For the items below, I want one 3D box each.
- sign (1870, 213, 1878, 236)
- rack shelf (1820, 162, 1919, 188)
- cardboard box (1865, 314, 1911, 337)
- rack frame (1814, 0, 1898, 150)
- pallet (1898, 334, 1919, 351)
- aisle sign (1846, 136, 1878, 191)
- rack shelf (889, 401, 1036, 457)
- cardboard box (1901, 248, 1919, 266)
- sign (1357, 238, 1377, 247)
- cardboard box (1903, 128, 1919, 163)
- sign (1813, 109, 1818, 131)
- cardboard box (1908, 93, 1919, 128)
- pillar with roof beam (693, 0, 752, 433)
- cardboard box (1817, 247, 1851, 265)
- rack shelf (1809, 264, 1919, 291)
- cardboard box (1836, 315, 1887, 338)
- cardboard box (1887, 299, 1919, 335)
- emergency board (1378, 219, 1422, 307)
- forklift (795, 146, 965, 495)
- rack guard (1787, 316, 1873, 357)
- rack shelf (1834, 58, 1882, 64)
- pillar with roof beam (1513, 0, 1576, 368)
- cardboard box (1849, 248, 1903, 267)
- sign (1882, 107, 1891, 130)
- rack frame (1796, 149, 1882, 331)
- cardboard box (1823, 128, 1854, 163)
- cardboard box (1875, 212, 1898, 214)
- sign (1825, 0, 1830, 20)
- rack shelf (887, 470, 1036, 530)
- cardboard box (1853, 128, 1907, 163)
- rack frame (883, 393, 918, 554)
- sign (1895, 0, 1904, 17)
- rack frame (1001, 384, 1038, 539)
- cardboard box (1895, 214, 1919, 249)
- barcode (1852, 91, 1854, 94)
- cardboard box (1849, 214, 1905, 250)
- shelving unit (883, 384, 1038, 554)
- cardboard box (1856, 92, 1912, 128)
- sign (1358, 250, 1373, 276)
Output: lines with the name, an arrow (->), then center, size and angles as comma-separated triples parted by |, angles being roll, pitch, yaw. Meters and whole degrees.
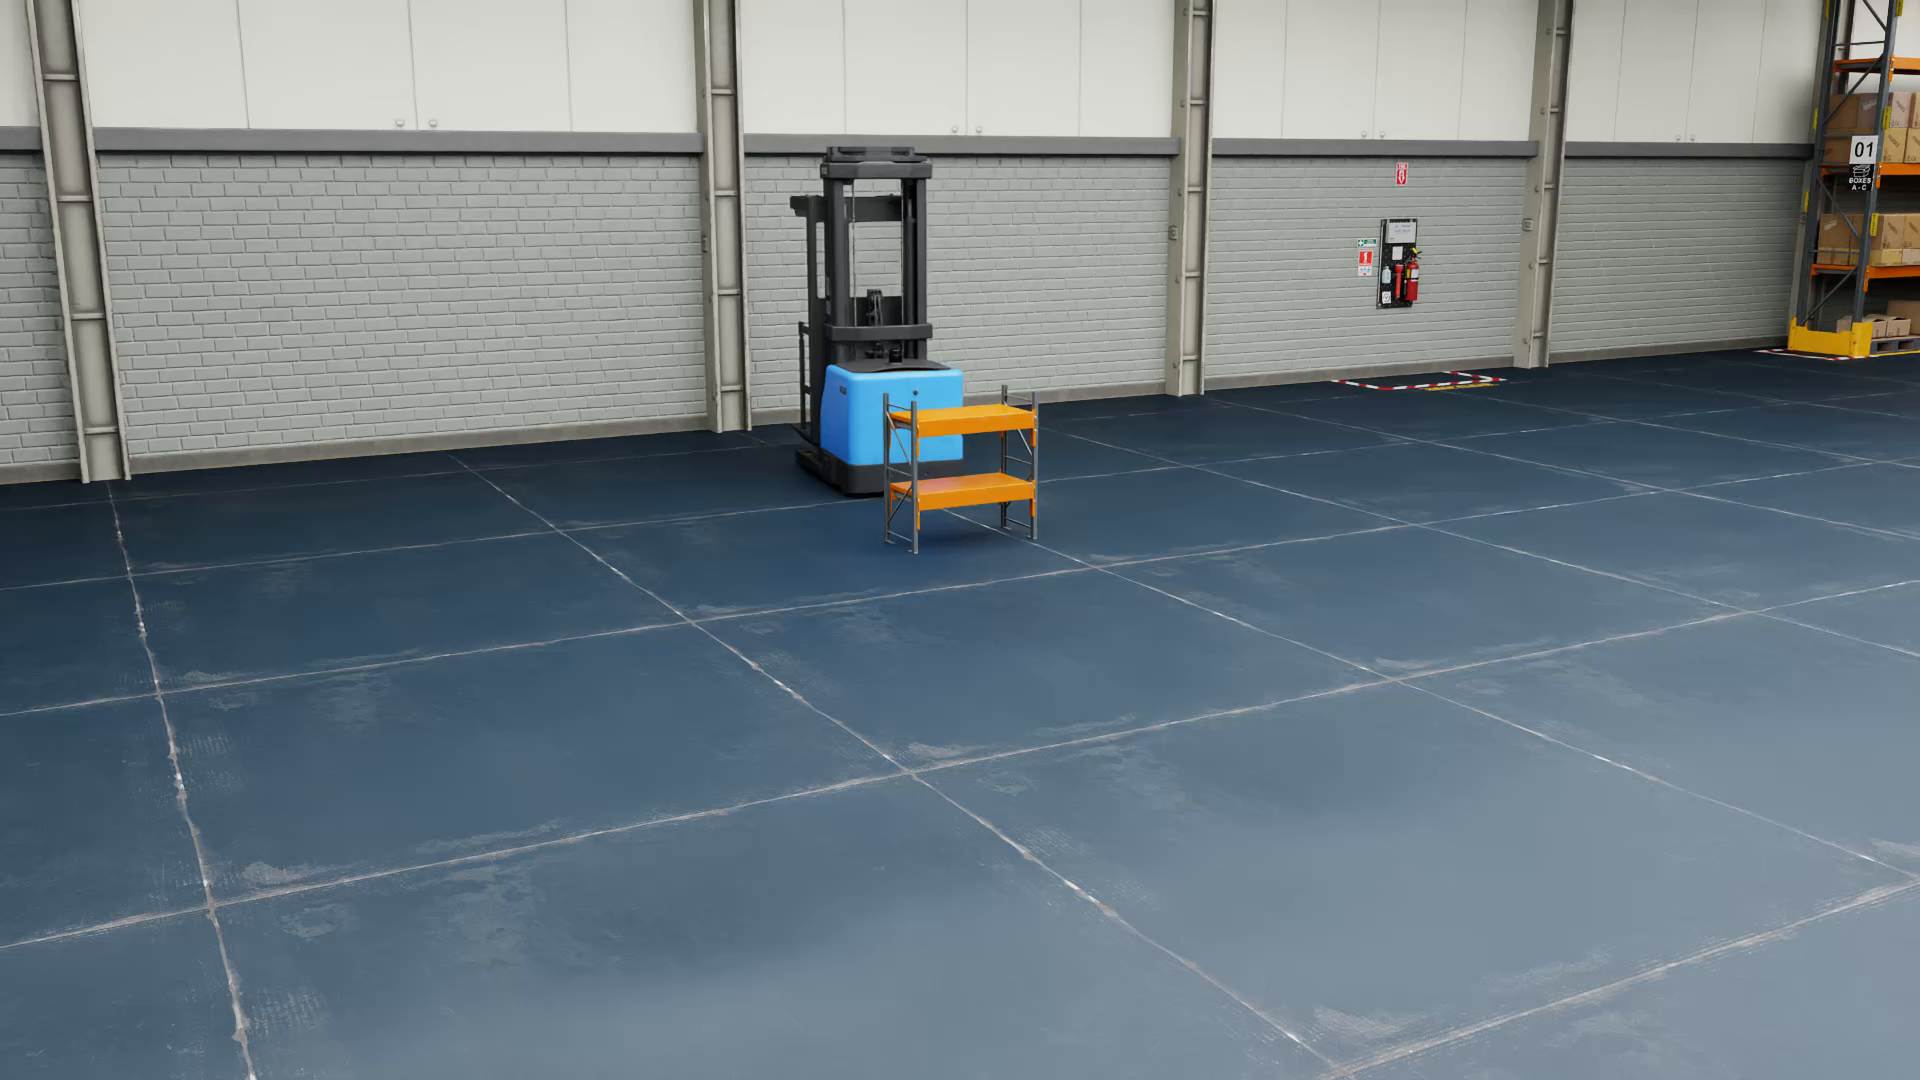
sign -> 13.381, -4.623, 24.349 | 0.005, 0.325, 0.100 | -7, 14, -28
rack shelf -> 14.876, -5.628, 25.593 | 4.000, 0.370, 1.077 | -7, 14, -28
cardboard box -> 14.271, -3.324, 25.668 | 0.500, 0.311, 0.500 | -6, 14, -23
rack frame -> 13.120, -7.232, 24.250 | 0.127, 3.000, 1.000 | -7, 14, -28
pallet -> 14.987, -3.159, 26.166 | 1.213, 0.211, 1.003 | -7, 14, -28
aisle sign -> 13.201, -5.508, 24.333 | 0.004, 0.787, 0.394 | -7, 14, -28
rack shelf -> 0.006, -0.835, 12.425 | 1.000, 0.278, 0.538 | -7, 14, -28
cardboard box -> 14.150, -4.290, 25.134 | 0.500, 0.250, 0.500 | -7, 15, -30
sign -> 5.340, -3.898, 21.812 | 0.331, 0.109, 0.001 | -7, 14, -28
cardboard box -> 14.022, -5.864, 24.729 | 0.500, 0.500, 0.500 | -6, 14, -24
sign -> 12.872, -6.310, 24.967 | 0.005, 0.325, 0.100 | -7, 14, -28
cardboard box -> 14.039, -6.352, 24.620 | 0.500, 0.500, 0.500 | -7, 14, -29
pillar with roof beam -> -0.416, -4.749, 13.217 | 0.400, 9.000, 9.100 | -7, 14, -28
cardboard box -> 13.438, -4.329, 25.307 | 0.500, 0.250, 0.500 | -7, 14, -27
rack shelf -> 14.876, -4.165, 25.923 | 4.000, 0.370, 1.077 | -7, 14, -28
cardboard box -> 13.771, -3.264, 25.402 | 0.500, 0.311, 0.500 | -9, 15, -34
cardboard box -> 14.939, -3.484, 25.948 | 0.500, 0.500, 0.700 | -8, 15, -31
emergency board -> 5.870, -3.662, 22.050 | 0.636, 1.158, 0.192 | -7, 14, -28
forklift -> -0.913, -2.099, 15.260 | 1.130, 2.935, 3.031 | -4, 13, -18
rack guard -> 13.187, -3.094, 25.219 | 0.348, 0.500, 1.175 | -7, 14, -28
rack shelf -> 14.876, -7.220, 25.235 | 3.809, 0.052, 0.919 | -7, 14, -28
pillar with roof beam -> 10.117, -6.012, 18.827 | 0.400, 9.000, 9.100 | -7, 14, -28
cardboard box -> 13.701, -4.232, 24.879 | 0.500, 0.250, 0.500 | -7, 15, -29
sign -> 13.381, -6.091, 24.019 | 0.005, 0.325, 0.100 | -7, 14, -28
rack frame -> 13.120, -4.306, 24.909 | 0.127, 3.000, 1.000 | -7, 14, -28
cardboard box -> 13.365, -5.920, 24.978 | 0.500, 0.500, 0.500 | -6, 14, -24
cardboard box -> 14.331, -4.805, 25.715 | 0.500, 0.500, 0.500 | -7, 15, -29
sign -> 12.872, -7.874, 24.615 | 0.005, 0.325, 0.100 | -7, 14, -28
rack shelf -> 0.006, -0.311, 12.543 | 1.000, 0.278, 0.538 | -7, 14, -28
cardboard box -> 13.534, -5.814, 24.508 | 0.500, 0.500, 0.500 | -6, 14, -26
rack frame -> -0.440, -0.496, 12.251 | 0.032, 1.125, 0.500 | -7, 14, -28
sign -> 13.380, -7.622, 23.674 | 0.005, 0.325, 0.100 | -7, 14, -28
rack frame -> 0.452, -0.603, 12.726 | 0.032, 1.125, 0.500 | -7, 14, -28
cardboard box -> 14.122, -4.650, 25.029 | 0.500, 0.500, 0.500 | -7, 14, -28
barcode -> 13.504, -6.769, 25.153 | 0.075, 0.075, 0.001 | -7, 14, -28
cardboard box -> 13.683, -4.600, 24.806 | 0.500, 0.500, 0.500 | -7, 14, -28
shelving unit -> 0.006, -0.549, 12.489 | 1.048, 1.125, 0.538 | -7, 14, -28
cardboard box -> 13.575, -6.309, 24.429 | 0.500, 0.500, 0.500 | -8, 15, -32
sign -> 5.332, -3.641, 21.875 | 0.234, 0.329, 0.001 | -7, 14, -28
